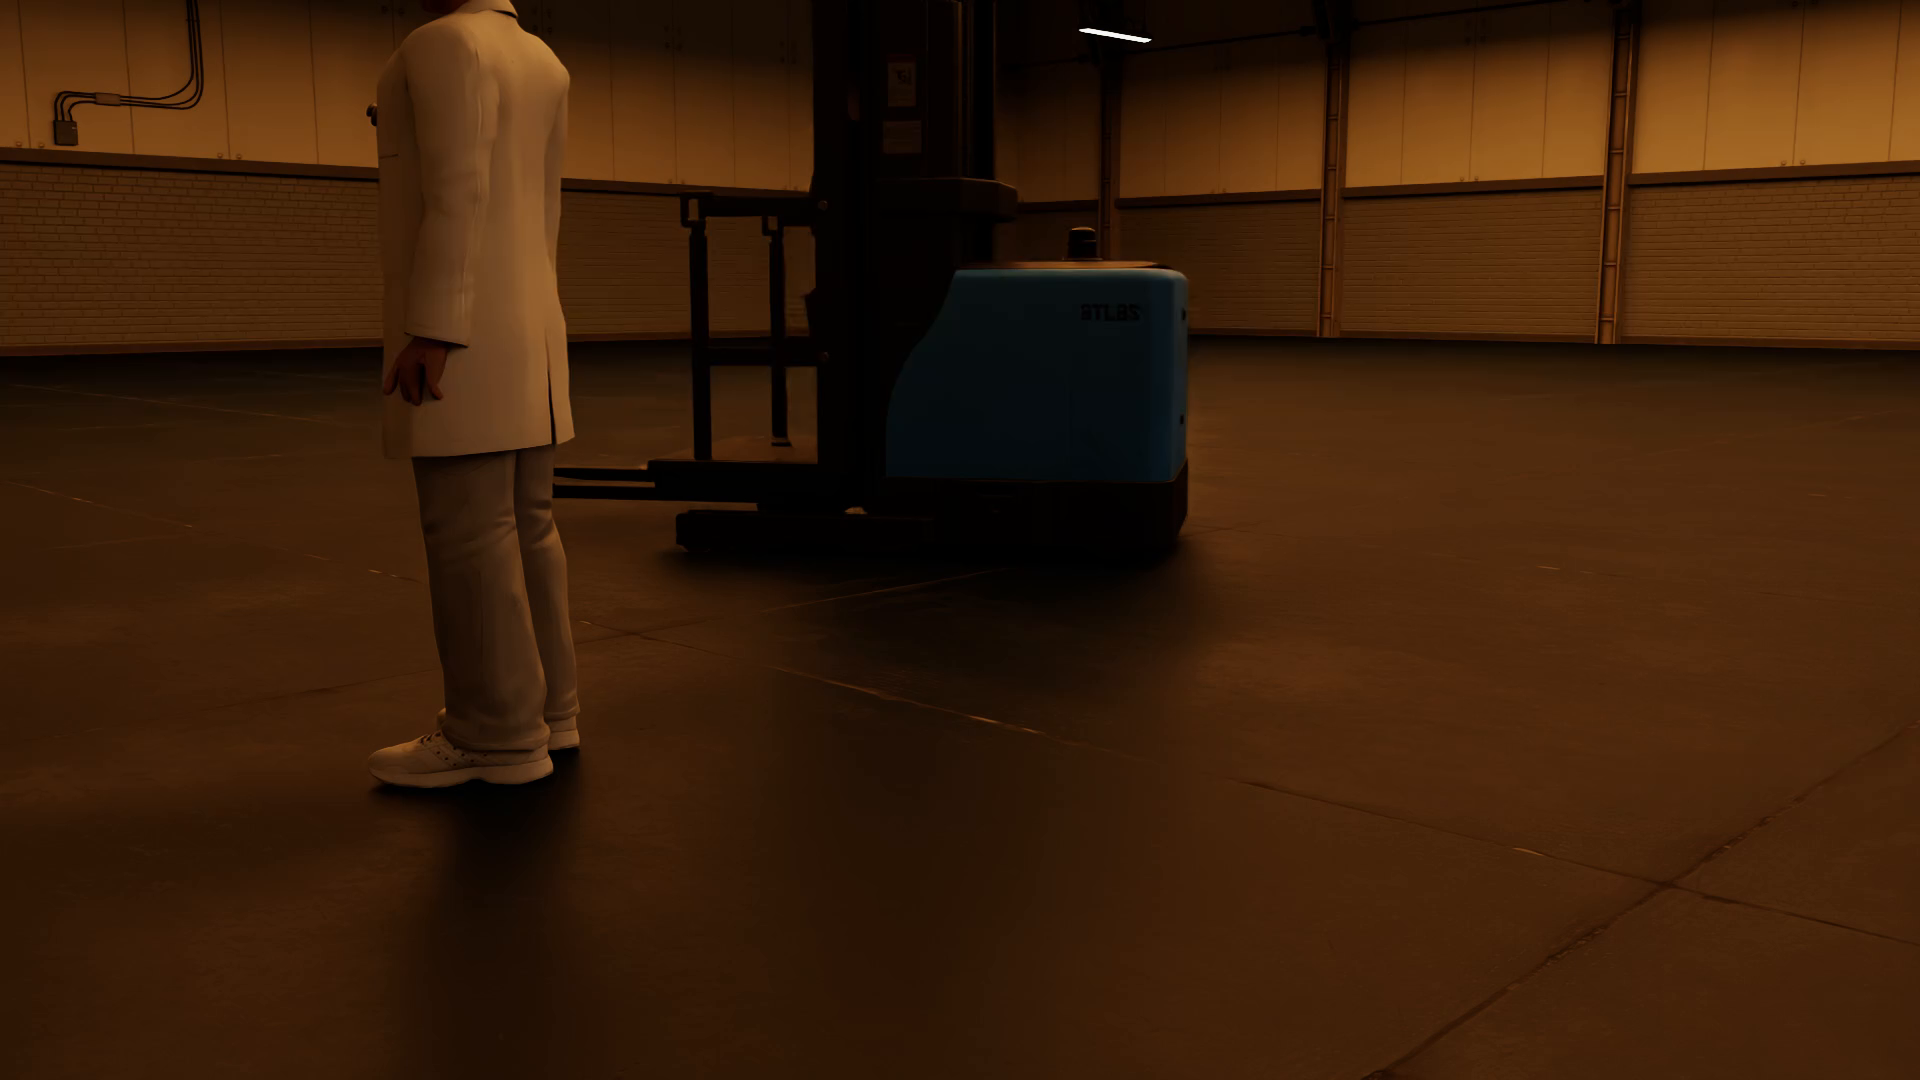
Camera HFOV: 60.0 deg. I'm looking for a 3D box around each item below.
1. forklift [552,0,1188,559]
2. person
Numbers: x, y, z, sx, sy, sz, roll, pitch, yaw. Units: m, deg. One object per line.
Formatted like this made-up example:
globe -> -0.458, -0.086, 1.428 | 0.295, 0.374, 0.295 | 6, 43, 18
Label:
forklift -> -0.624, -1.464, 6.600 | 3.031, 2.935, 1.130 | 2, 9, 11
person -> -1.019, -0.402, 3.402 | 0.382, 1.783, 0.552 | 1, 9, 7
